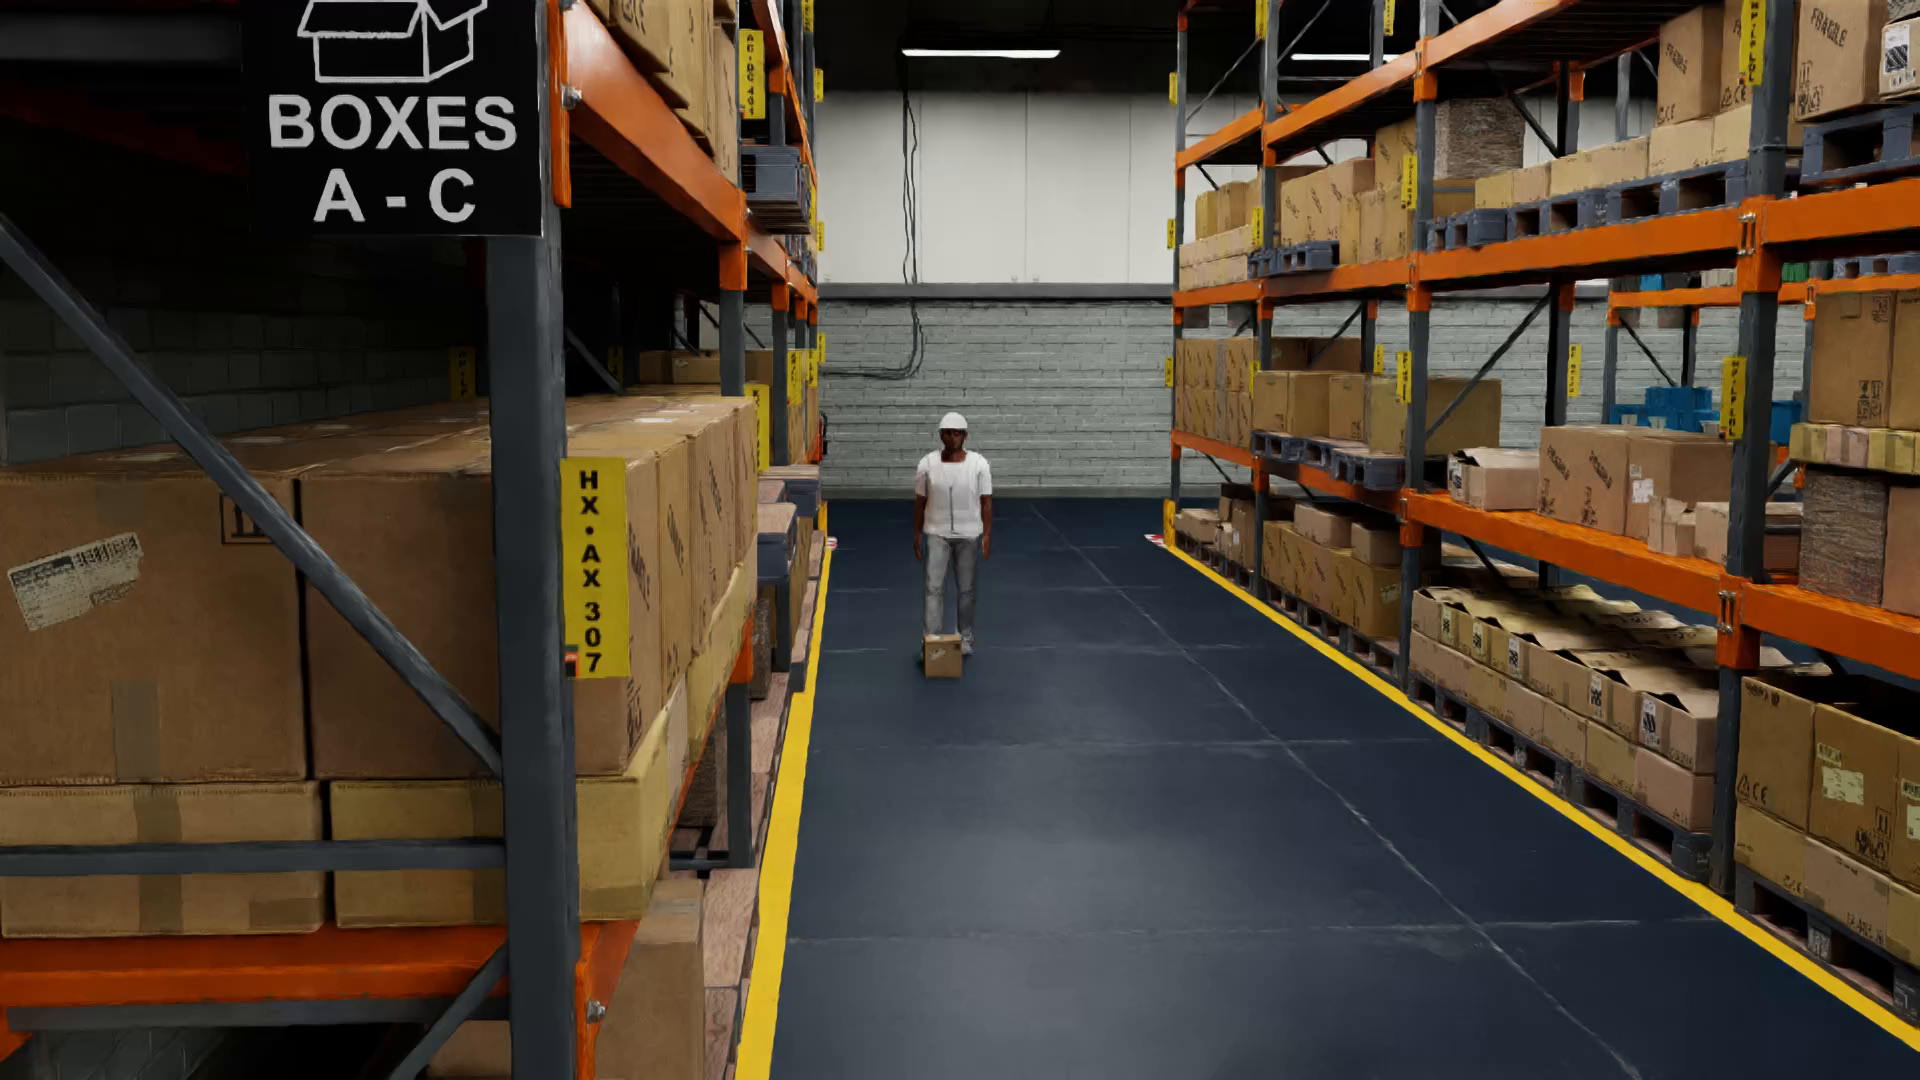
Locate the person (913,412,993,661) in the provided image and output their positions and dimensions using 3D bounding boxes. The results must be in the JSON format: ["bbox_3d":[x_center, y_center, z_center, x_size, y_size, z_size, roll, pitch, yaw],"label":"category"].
[{"bbox_3d":[-0.052,-0.025,11.778,0.571,1.755,0.707,0,7,1],"label":"person"}]
